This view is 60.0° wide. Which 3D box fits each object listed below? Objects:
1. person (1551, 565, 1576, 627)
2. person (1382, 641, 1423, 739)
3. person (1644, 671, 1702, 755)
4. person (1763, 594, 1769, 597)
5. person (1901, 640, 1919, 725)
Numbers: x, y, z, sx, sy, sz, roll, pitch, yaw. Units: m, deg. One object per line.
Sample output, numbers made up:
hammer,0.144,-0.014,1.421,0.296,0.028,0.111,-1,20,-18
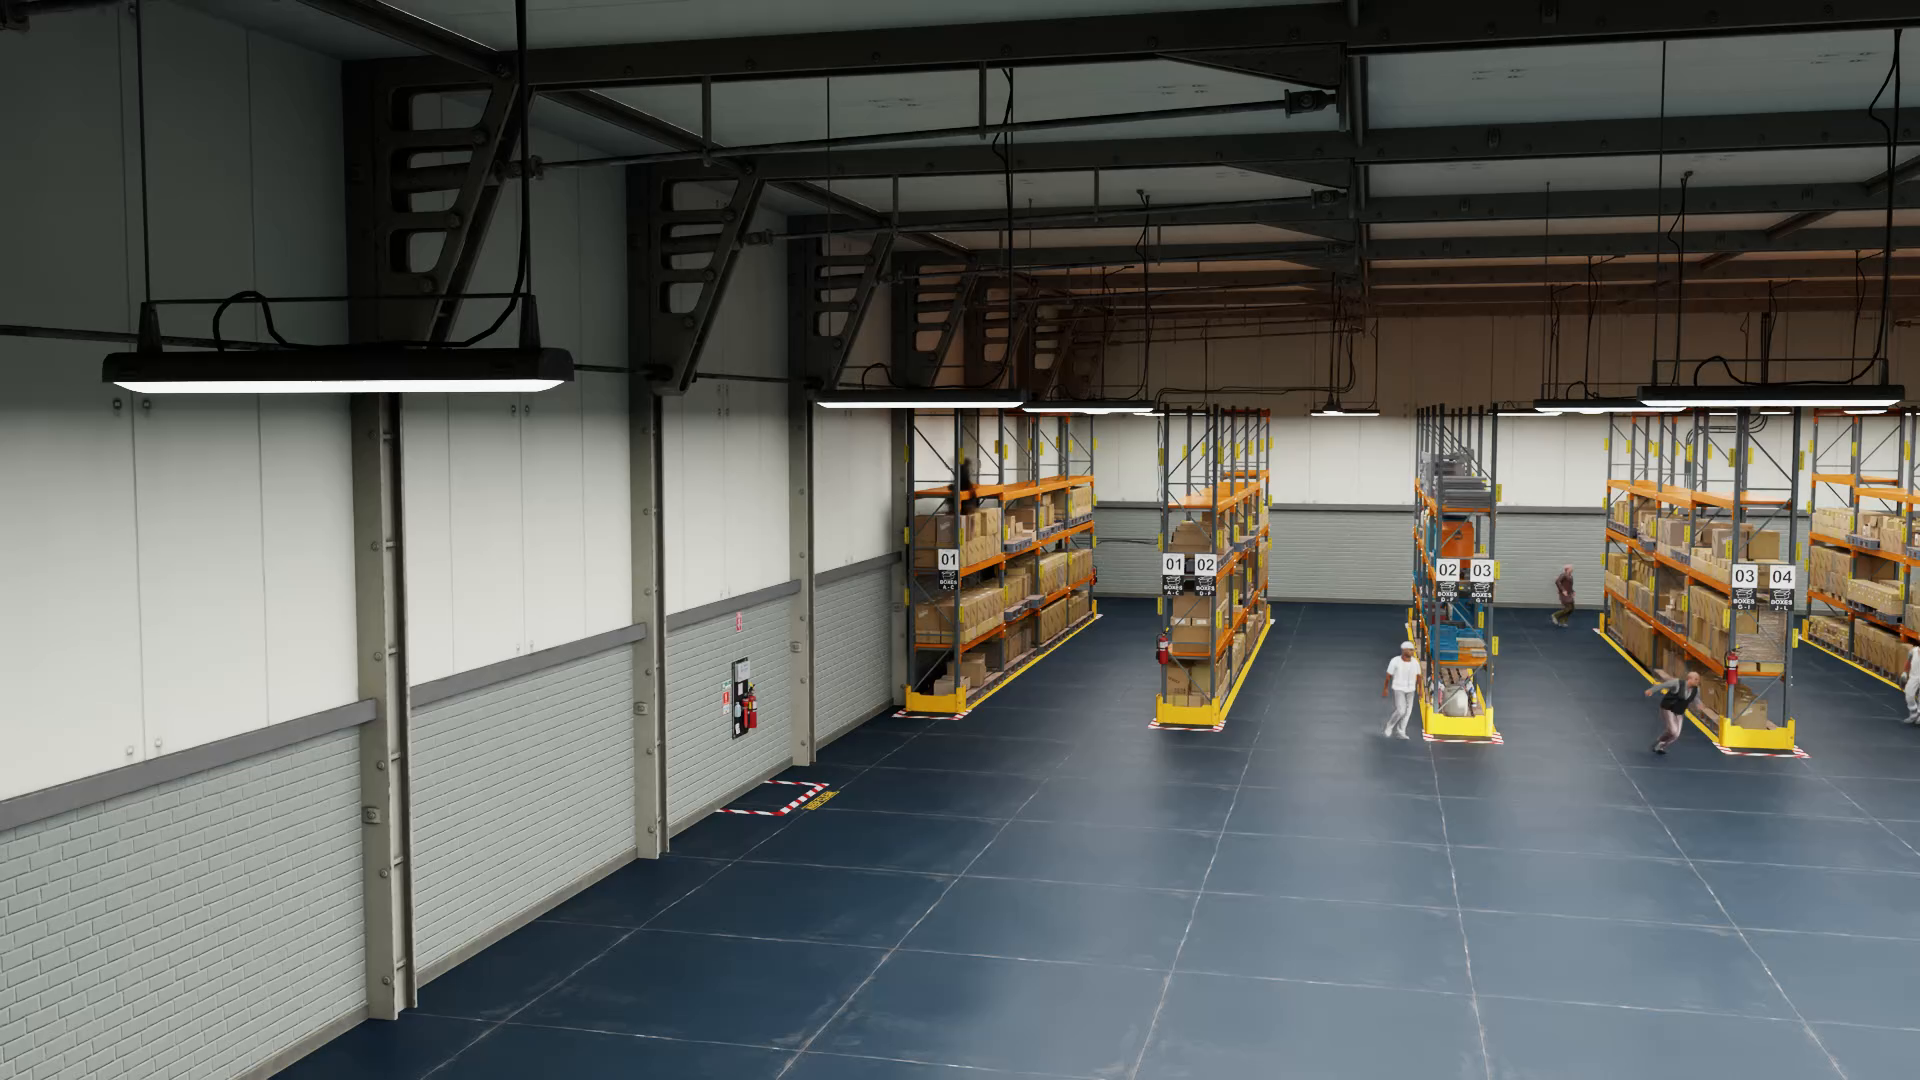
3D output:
person,16.684,1.529,45.908,0.590,1.703,0.796,3,5,31
person,7.894,2.675,29.627,0.641,1.748,0.496,-1,4,-18
person,12.091,2.925,28.075,0.570,1.497,0.988,-1,4,-17
person,21.739,1.604,44.762,0.573,1.735,0.721,-3,5,-39
person,17.817,2.599,30.820,0.669,1.723,0.714,3,5,32
